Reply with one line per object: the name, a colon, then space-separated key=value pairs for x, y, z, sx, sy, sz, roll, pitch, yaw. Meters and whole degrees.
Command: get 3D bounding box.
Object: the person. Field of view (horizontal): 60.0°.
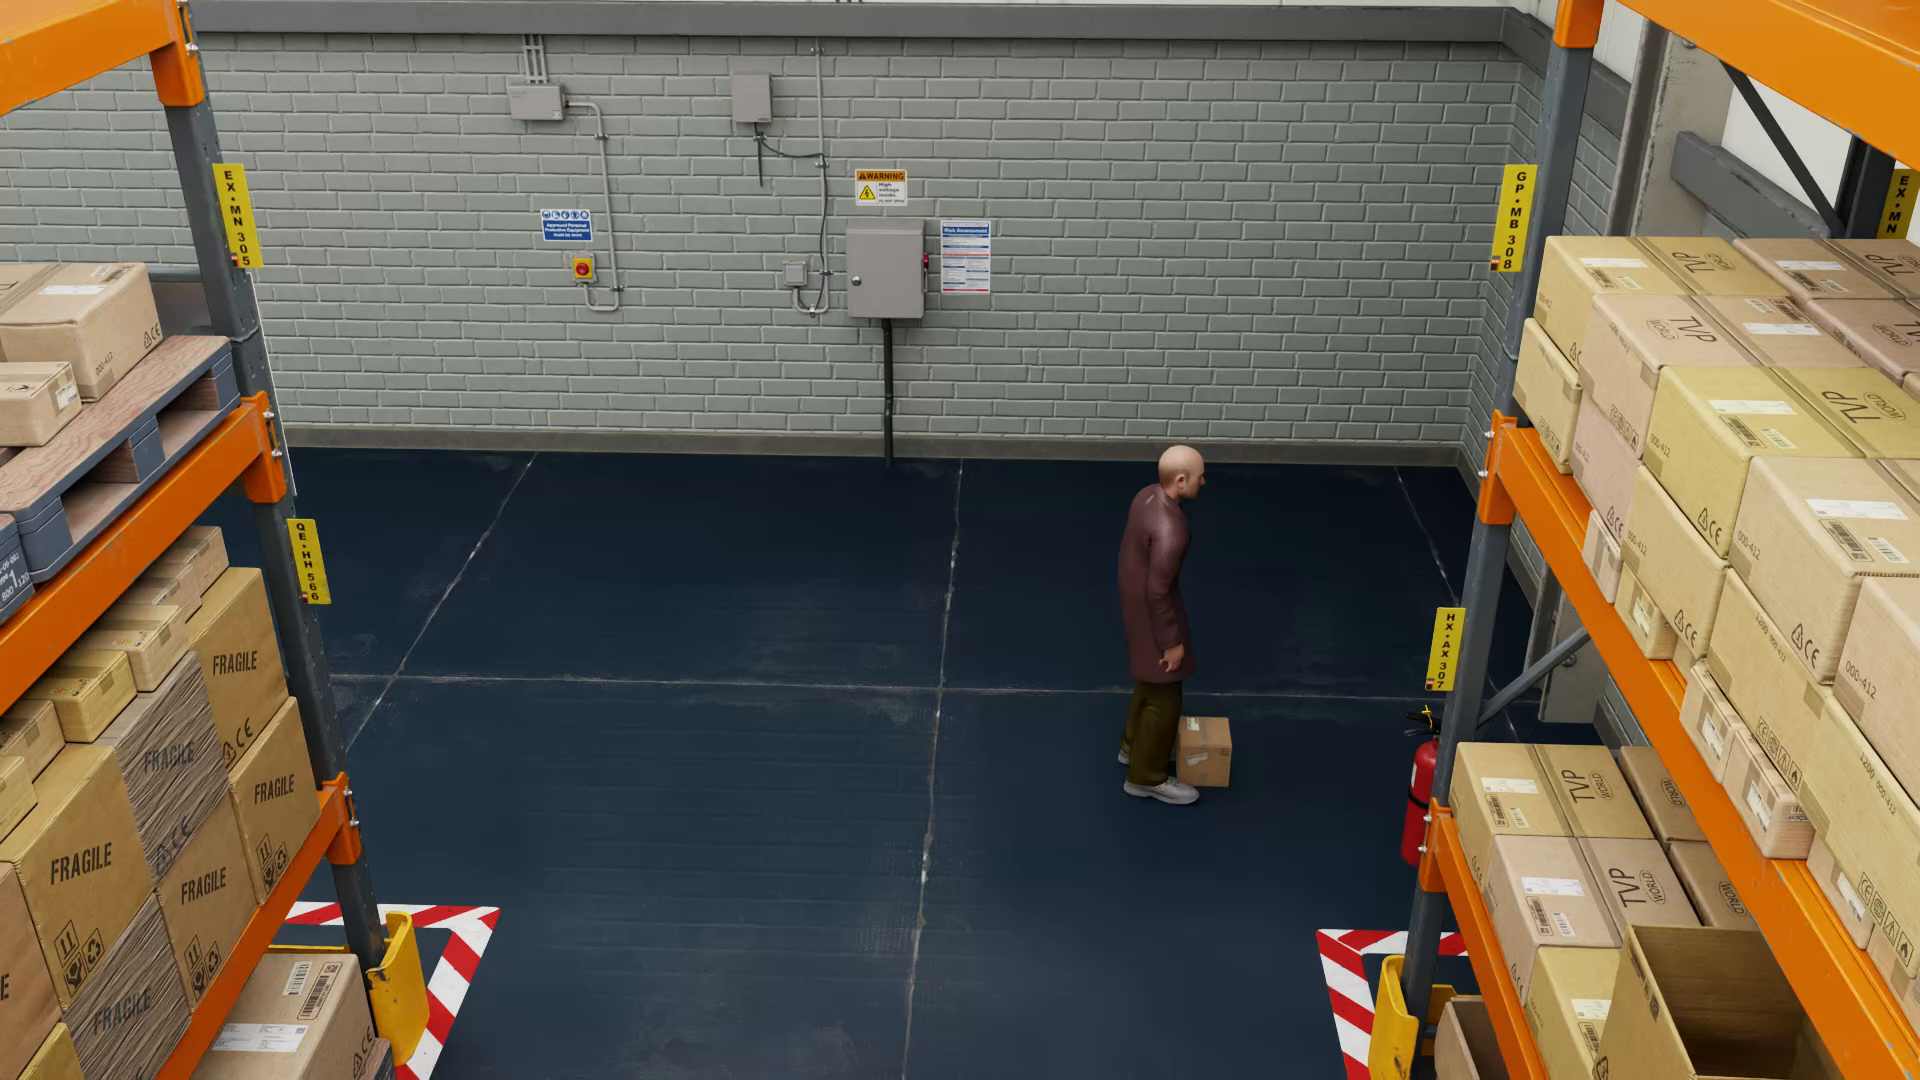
person: x=0.957 y=0.375 z=7.921 sx=0.428 sy=1.772 sz=0.642 roll=0 pitch=28 yaw=0
